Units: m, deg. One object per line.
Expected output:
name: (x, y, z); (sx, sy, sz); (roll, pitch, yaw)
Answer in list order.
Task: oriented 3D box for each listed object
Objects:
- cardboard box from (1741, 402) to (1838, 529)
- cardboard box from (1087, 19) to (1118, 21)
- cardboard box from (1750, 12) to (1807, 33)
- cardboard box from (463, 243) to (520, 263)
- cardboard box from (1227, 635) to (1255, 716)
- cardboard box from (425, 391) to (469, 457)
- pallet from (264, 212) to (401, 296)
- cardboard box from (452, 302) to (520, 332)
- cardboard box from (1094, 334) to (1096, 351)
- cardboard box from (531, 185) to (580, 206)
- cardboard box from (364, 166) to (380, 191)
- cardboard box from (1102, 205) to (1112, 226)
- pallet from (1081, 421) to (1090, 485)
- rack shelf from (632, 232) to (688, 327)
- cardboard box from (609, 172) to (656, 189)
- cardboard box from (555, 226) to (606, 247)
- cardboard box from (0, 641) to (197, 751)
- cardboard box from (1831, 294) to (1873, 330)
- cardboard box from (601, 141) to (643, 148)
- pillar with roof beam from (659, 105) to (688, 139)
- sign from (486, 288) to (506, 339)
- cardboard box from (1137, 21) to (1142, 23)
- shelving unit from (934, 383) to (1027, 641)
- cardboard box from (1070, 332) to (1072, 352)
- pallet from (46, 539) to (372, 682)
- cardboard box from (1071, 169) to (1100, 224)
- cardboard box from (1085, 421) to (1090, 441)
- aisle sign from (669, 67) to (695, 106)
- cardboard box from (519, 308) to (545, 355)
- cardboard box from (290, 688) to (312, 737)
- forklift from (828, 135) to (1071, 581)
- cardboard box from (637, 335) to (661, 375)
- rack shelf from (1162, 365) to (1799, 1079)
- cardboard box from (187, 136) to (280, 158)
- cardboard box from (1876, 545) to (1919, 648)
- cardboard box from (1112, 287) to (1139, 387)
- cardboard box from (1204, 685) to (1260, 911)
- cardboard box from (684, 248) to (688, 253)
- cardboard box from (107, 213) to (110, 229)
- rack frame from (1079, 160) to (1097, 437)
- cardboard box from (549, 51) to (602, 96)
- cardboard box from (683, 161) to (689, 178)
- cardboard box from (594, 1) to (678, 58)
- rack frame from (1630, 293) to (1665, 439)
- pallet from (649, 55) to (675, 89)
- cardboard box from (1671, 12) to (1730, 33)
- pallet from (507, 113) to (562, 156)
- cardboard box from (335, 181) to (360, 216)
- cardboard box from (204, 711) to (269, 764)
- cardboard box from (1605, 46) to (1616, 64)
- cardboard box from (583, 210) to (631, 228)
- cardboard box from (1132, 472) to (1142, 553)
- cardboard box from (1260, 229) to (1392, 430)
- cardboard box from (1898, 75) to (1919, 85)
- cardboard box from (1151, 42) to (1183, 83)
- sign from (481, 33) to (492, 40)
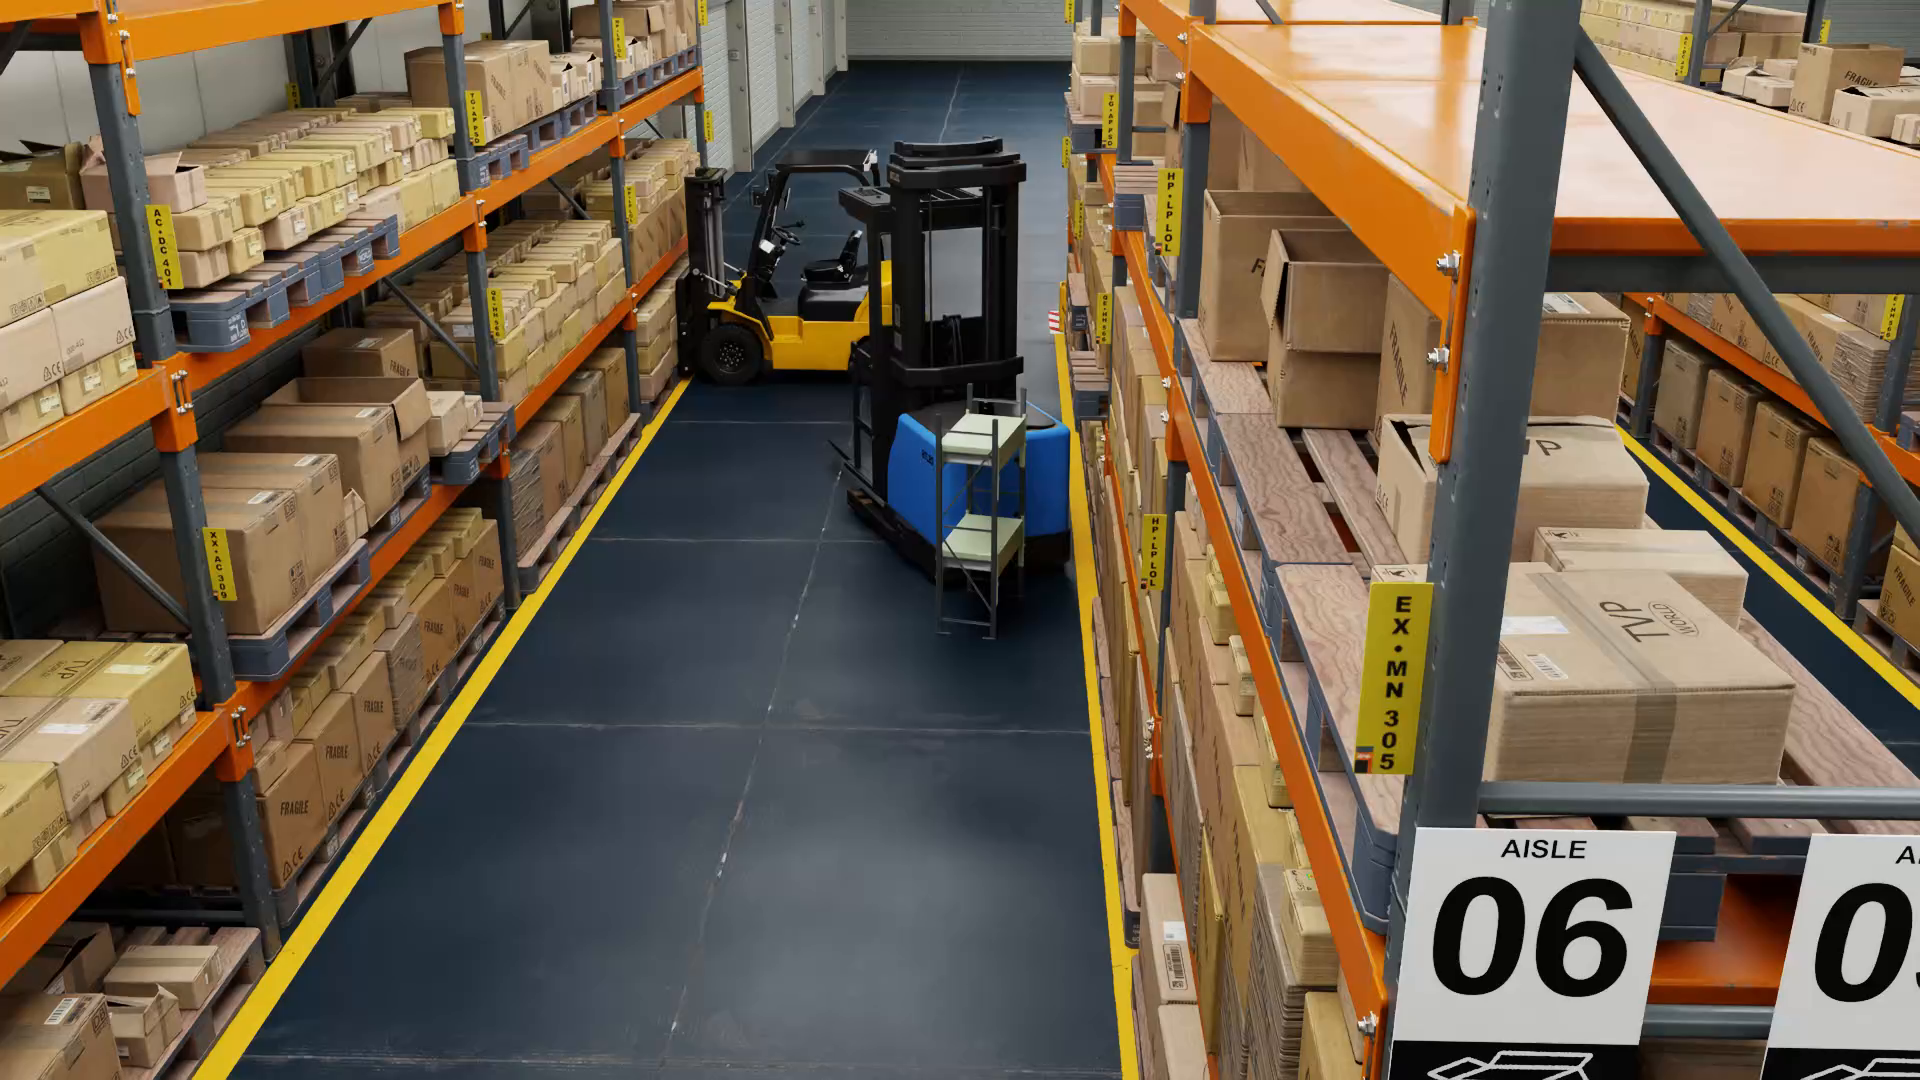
cardboard box: (6.538, -0.555, 12.342); (1.050, 0.750, 0.750); (1, 21, 2)
cardboard box: (1.492, -5.219, 16.930); (0.380, 0.149, 0.250); (1, 21, 1)
cardboard box: (6.878, -4.342, 13.953); (0.380, 0.149, 0.250); (1, 21, 2)
cardboard box: (-3.699, -2.245, 13.134); (0.380, 0.149, 0.250); (1, 21, 2)
cardboard box: (0.999, 0.402, 4.928); (0.380, 0.149, 0.250); (1, 21, 2)
cardboard box: (-3.215, -0.685, 9.774); (0.500, 0.250, 0.500); (0, 21, -1)
pallet: (-3.510, -1.418, 8.151); (1.213, 0.211, 1.003); (1, 21, 2)
cardboard box: (-3.196, -1.501, 11.217); (0.380, 0.149, 0.250); (1, 21, 3)
cardboard box: (1.144, -1.371, 11.681); (0.380, 0.149, 0.250); (0, 21, -1)
cardboard box: (-3.628, -3.087, 14.892); (0.380, 0.149, 0.250); (0, 21, 0)
cardboard box: (-3.359, -1.959, 8.941); (0.380, 0.149, 0.250); (1, 21, 2)
cardboard box: (1.279, -2.460, 12.696); (0.380, 0.149, 0.250); (2, 21, 5)
pallet: (1.555, -0.755, 14.184); (1.003, 0.211, 1.213); (1, 21, 2)
rack shelf: (-3.324, -2.778, 16.536); (1.077, 0.370, 4.000); (1, 21, 2)
cardboard box: (-3.071, -3.364, 15.605); (0.380, 0.149, 0.250); (0, 21, 1)
cardboard box: (-3.163, -2.520, 13.841); (0.380, 0.149, 0.250); (0, 21, 1)
cardboard box: (-3.400, 0.620, 6.579); (0.500, 0.250, 0.500); (1, 21, 3)
cardboard box: (6.444, -1.730, 11.322); (0.700, 0.500, 0.500); (0, 21, 1)
cardboard box: (-3.557, -4.110, 17.527); (0.380, 0.149, 0.250); (1, 21, 3)
pillar with roof beam: (0.300, -8.513, 22.030); (9.100, 9.000, 0.400); (1, 21, 2)
sign: (-2.964, -1.444, 10.613); (0.100, 0.325, 0.005); (1, 21, 2)
cardboard box: (1.948, -5.125, 16.690); (0.380, 0.149, 0.250); (0, 21, 1)
shelving unit: (0.142, -0.195, 10.957); (0.431, 1.500, 0.755); (6, 22, 15)
cardboard box: (1.370, -2.026, 16.826); (0.500, 0.250, 0.500); (2, 21, 5)
pallet: (-3.495, 0.304, 7.864); (1.003, 0.211, 1.213); (1, 21, 2)
cardboard box: (1.380, -3.429, 16.669); (0.500, 0.500, 0.500); (0, 21, 1)
cardboard box: (1.563, -1.118, 14.315); (0.950, 0.372, 0.625); (1, 21, 2)
aisle sign: (-2.968, -5.069, 17.852); (0.394, 0.787, 0.004); (1, 21, 2)
cardboard box: (-3.232, -1.446, 11.625); (0.500, 0.250, 0.500); (1, 21, 3)
cardboard box: (-3.424, 0.849, 8.173); (0.380, 0.149, 0.250); (0, 21, -1)
forklift: (-0.240, -1.576, 12.540); (1.130, 2.935, 3.031); (-9, 23, -21)
cardboard box: (-3.062, -1.709, 15.315); (0.500, 0.250, 0.500); (1, 21, 1)
rack shelf: (1.273, 0.216, 4.674); (1.077, 0.370, 4.000); (1, 21, 2)
cardboard box: (-3.772, -2.008, 8.656); (0.380, 0.149, 0.250); (1, 21, 1)
cardboard box: (6.129, 0.350, 10.356); (0.500, 0.500, 0.500); (0, 21, -1)
cardboard box: (1.196, -1.228, 10.026); (0.500, 0.500, 0.500); (0, 21, 0)
cardboard box: (1.010, 0.762, 4.897); (0.500, 0.500, 0.500); (0, 21, 1)
cardboard box: (-2.965, -3.046, 18.072); (0.500, 0.250, 0.500); (1, 21, 3)
cardboard box: (-3.750, -1.363, 6.965); (0.380, 0.149, 0.250); (1, 21, 2)
rack frame: (1.577, -2.337, 14.405); (1.000, 3.000, 0.127); (1, 21, 2)
cardboard box: (-3.163, -3.725, 13.240); (0.500, 0.311, 0.500); (0, 21, 0)
cardboard box: (-3.041, -3.871, 17.324); (0.380, 0.149, 0.250); (1, 21, 3)
cardboard box: (-3.164, -4.992, 16.244); (0.700, 0.500, 0.500); (1, 21, 2)
rack frame: (6.528, -2.319, 14.359); (1.000, 3.000, 0.127); (1, 21, 2)
pallet: (-3.345, -4.496, 15.945); (1.003, 0.211, 1.213); (1, 21, 2)
cardboard box: (6.220, -4.350, 13.973); (0.380, 0.149, 0.250); (0, 21, 1)
pallet: (-3.544, -2.905, 11.983); (1.003, 0.211, 1.213); (2, 21, 4)
cardboard box: (-3.200, -1.681, 8.196); (0.380, 0.149, 0.250); (1, 21, 3)
cardboard box: (-3.412, 0.903, 7.621); (0.380, 0.149, 0.250); (0, 21, 1)
cardboard box: (6.265, -4.530, 15.538); (0.380, 0.149, 0.250); (1, 21, 1)
cardboard box: (-3.112, -2.851, 14.696); (0.380, 0.149, 0.250); (0, 21, 1)
cardboard box: (1.121, -0.138, 8.253); (0.500, 0.250, 0.500); (1, 21, 3)
cardboard box: (1.325, -0.645, 5.037); (0.797, 0.503, 0.637); (2, 21, 6)
cardboard box: (6.679, -3.098, 11.624); (0.500, 0.311, 0.500); (0, 21, 1)
cardboard box: (1.677, -3.514, 12.228); (0.500, 0.250, 0.500); (1, 21, 3)
sign: (-3.940, -4.072, 13.906); (0.100, 0.325, 0.005); (1, 21, 2)
